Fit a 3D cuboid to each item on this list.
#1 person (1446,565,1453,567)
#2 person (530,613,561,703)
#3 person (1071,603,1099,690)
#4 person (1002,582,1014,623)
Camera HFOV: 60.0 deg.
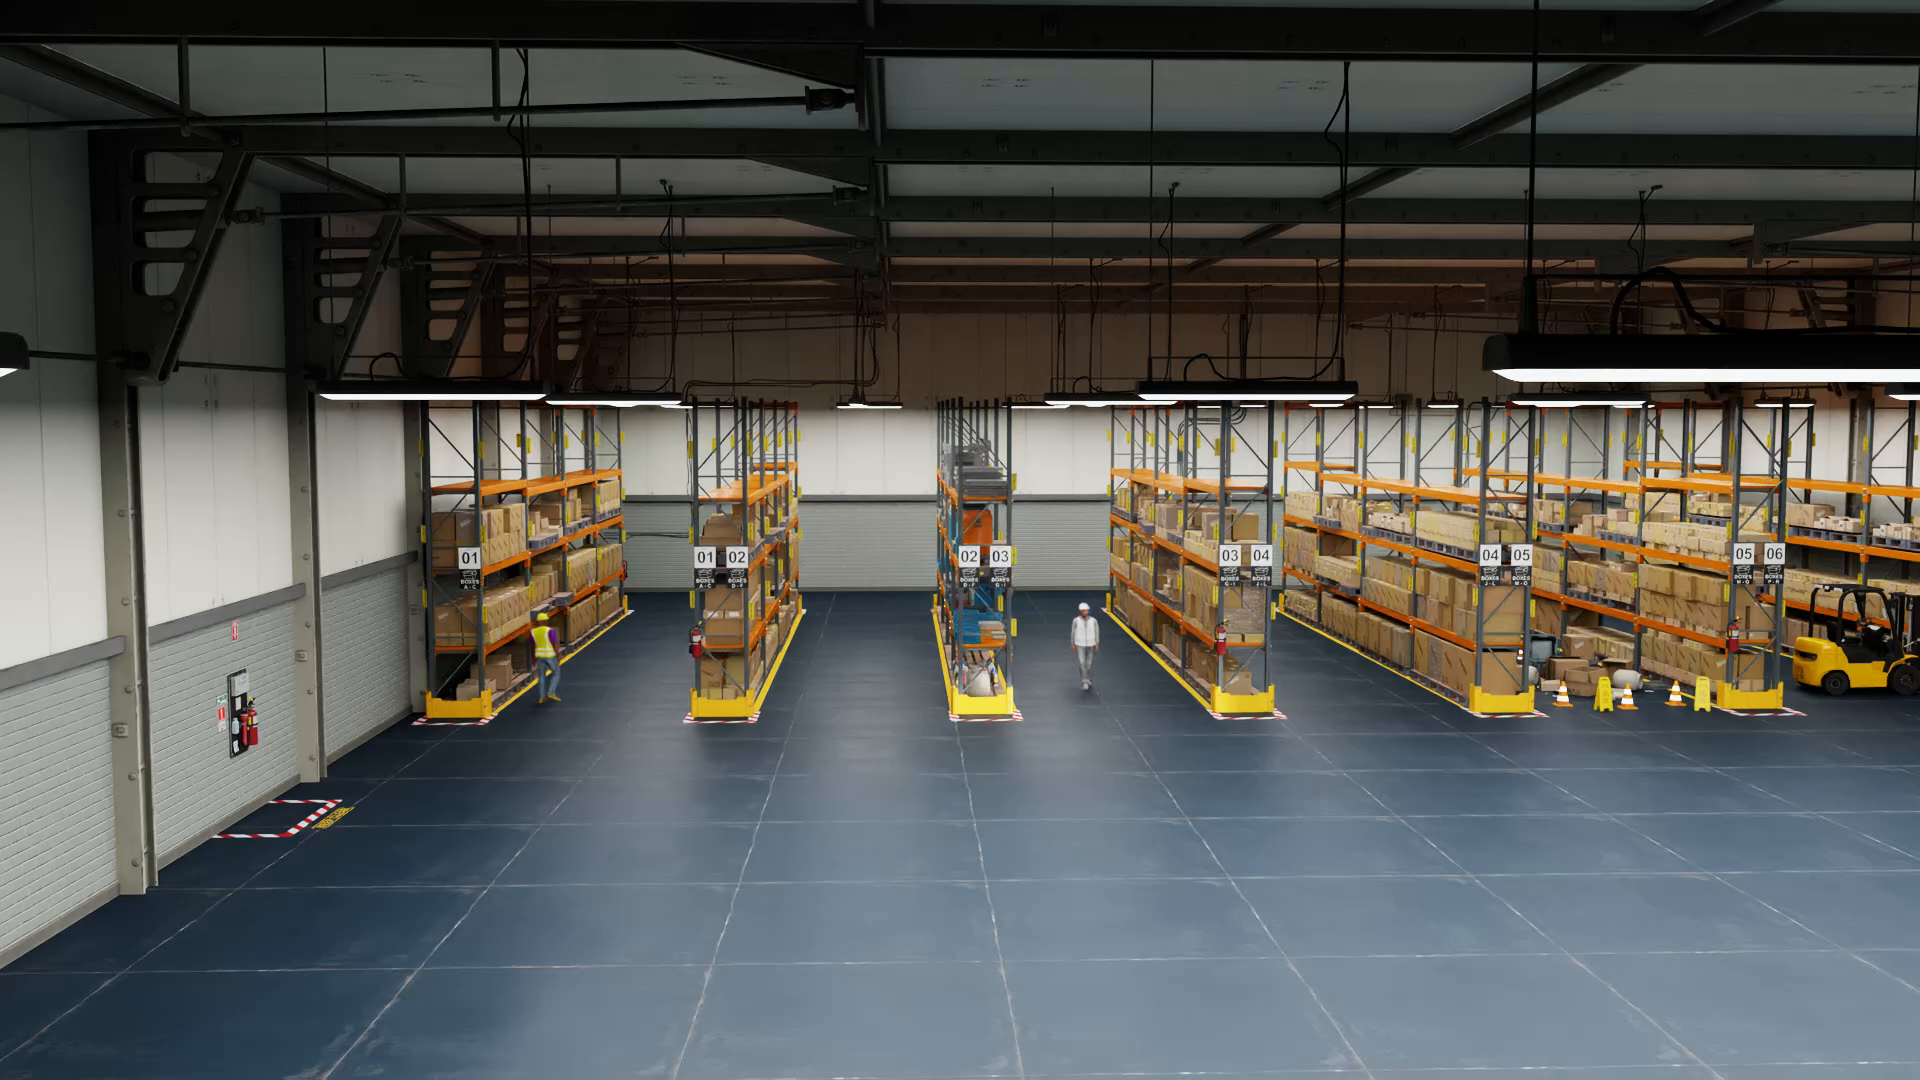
[{"bbox_3d":[13.103,1.447,44.439,0.498,1.674,0.426,-4,6,-39],"label":"person"},{"bbox_3d":[-8.142,2.307,32.655,0.636,1.747,0.453,1,5,13],"label":"person"},{"bbox_3d":[2.607,2.172,34.406,0.575,1.738,0.871,0,4,-5],"label":"person"},{"bbox_3d":[1.137,1.461,45.046,0.572,1.513,1.145,-2,5,-27],"label":"person"}]
